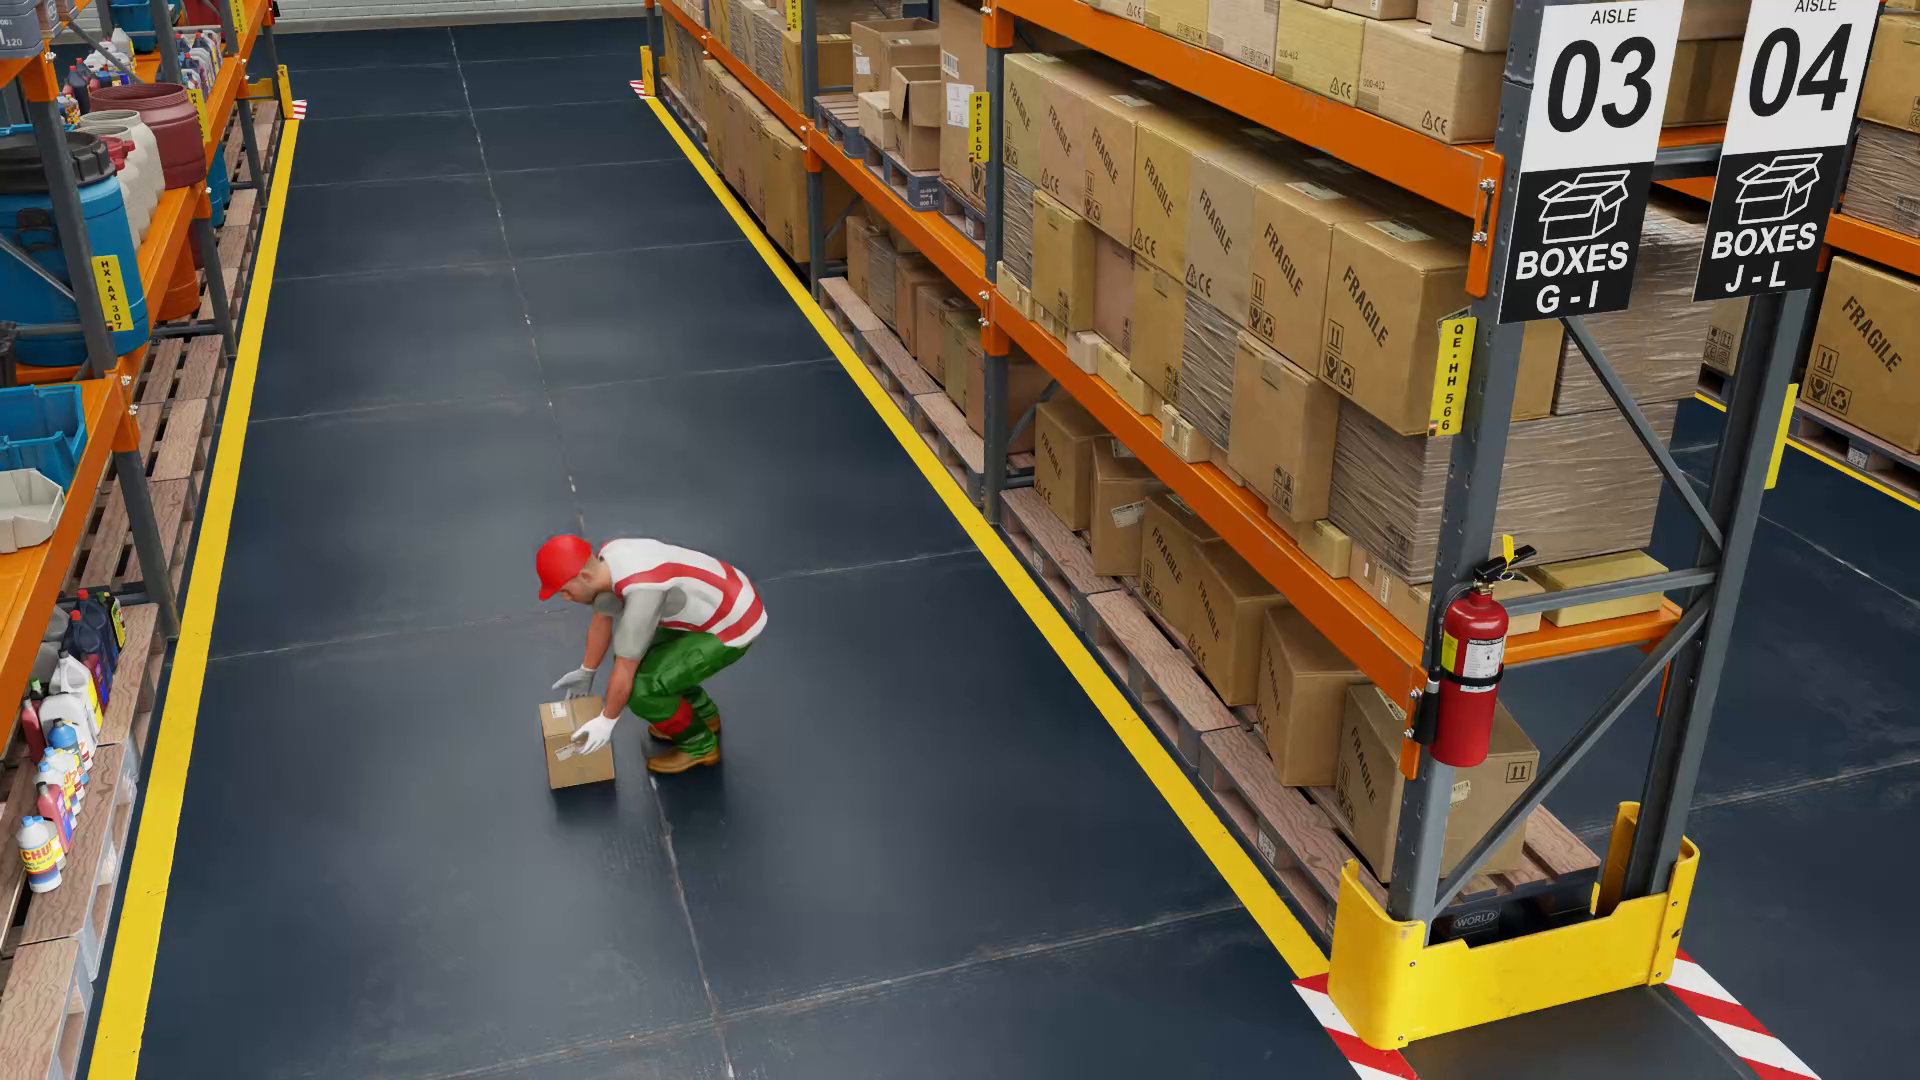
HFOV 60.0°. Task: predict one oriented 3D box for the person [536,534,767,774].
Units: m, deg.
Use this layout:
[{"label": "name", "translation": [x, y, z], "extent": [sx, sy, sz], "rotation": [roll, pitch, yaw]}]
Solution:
[{"label": "person", "translation": [-1.192, 0.410, 6.576], "extent": [0.869, 1.065, 0.579], "rotation": [-8, 27, -16]}]
